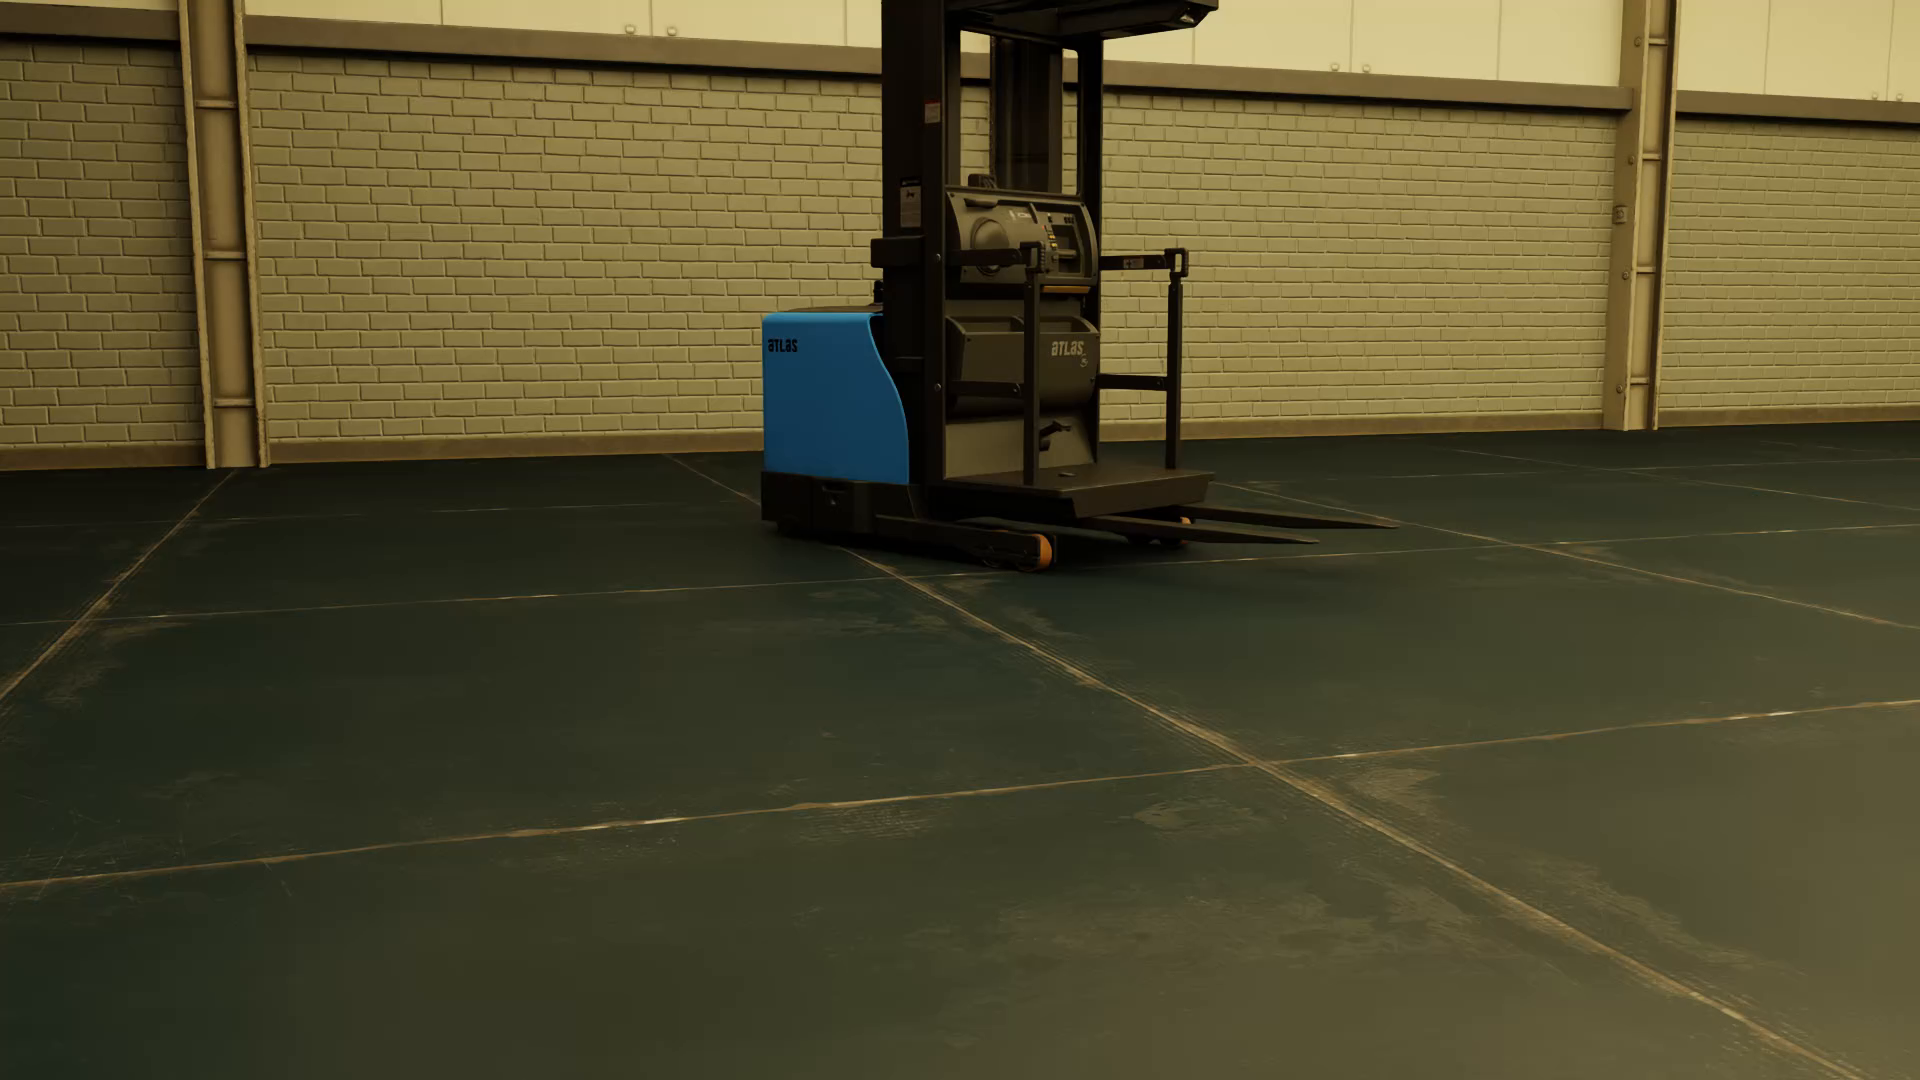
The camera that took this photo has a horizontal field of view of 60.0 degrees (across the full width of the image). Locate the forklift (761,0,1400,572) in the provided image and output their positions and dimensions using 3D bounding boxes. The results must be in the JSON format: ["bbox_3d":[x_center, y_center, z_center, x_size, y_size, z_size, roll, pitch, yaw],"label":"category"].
[{"bbox_3d":[0.443,-1.396,7.310,3.031,2.935,1.130,7,11,43],"label":"forklift"}]
